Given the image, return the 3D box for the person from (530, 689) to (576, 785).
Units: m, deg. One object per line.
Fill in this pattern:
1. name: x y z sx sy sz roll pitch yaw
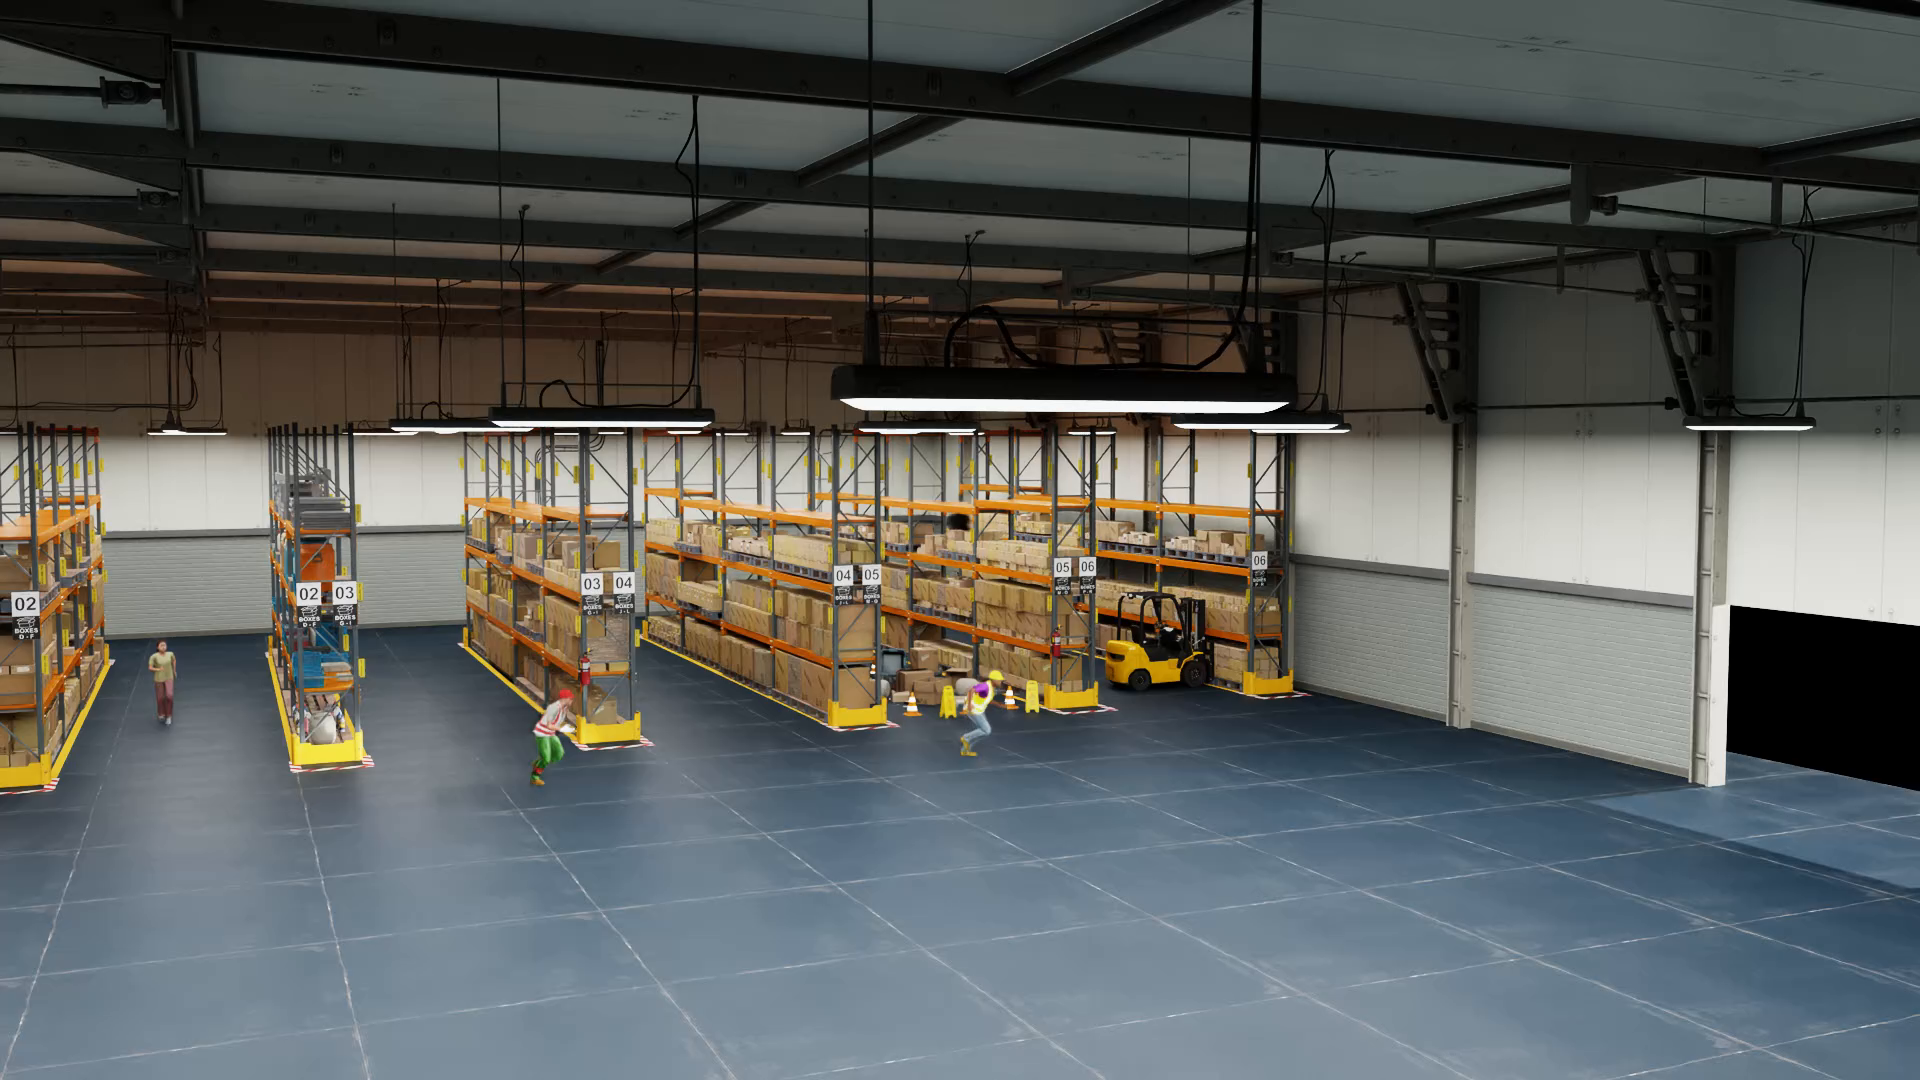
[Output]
1. person: -6.718 3.247 27.499 0.814 1.591 0.695 1 4 10

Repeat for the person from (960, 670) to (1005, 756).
1. person: 0.394 3.115 29.787 0.823 1.573 0.734 1 4 17

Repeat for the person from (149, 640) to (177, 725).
1. person: -15.995 2.850 33.371 0.516 1.713 0.804 -2 4 -29

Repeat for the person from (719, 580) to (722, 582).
1. person: -7.510 1.777 51.568 0.547 1.573 0.774 3 4 36
